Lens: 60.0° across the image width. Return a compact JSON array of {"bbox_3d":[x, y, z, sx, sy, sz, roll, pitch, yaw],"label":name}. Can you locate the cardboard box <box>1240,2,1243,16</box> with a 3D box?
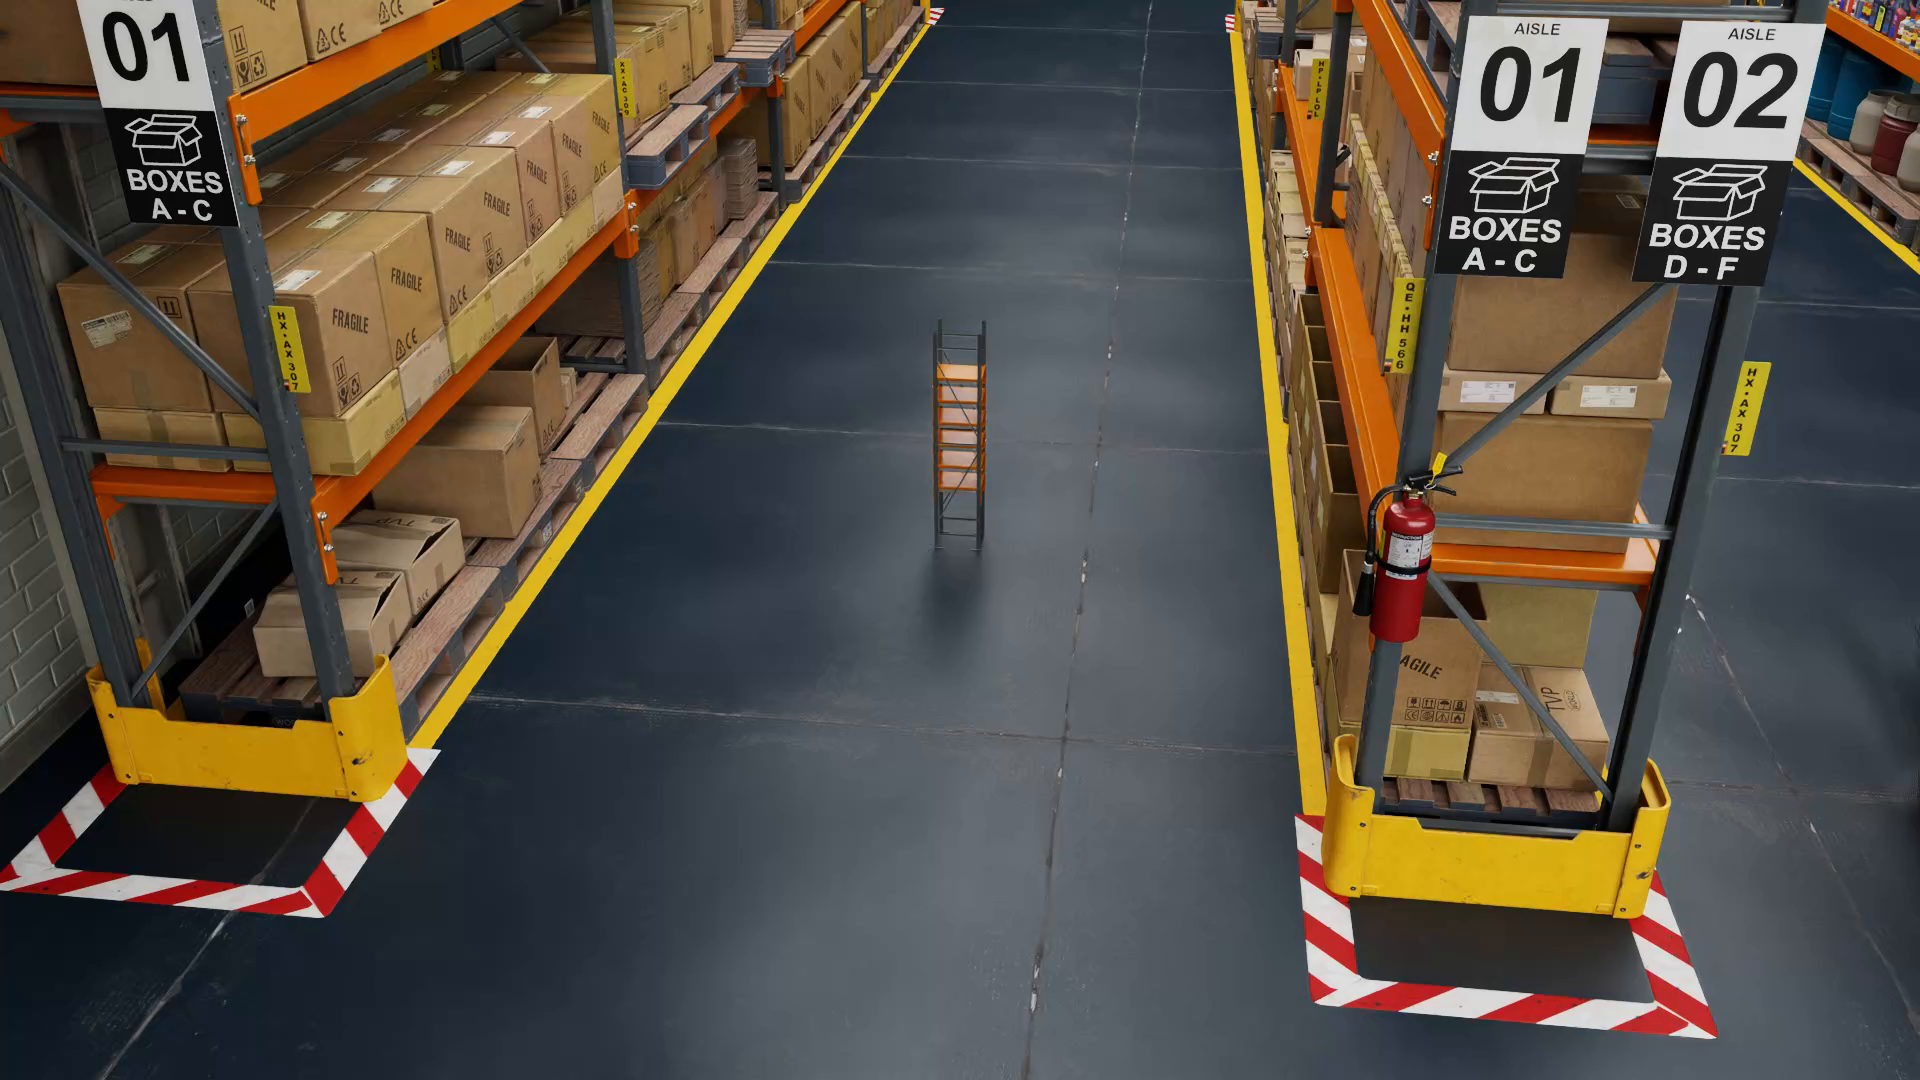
[{"bbox_3d":[3.552,-6.336,19.889,0.380,0.149,0.250,3,28,6],"label":"cardboard box"}]

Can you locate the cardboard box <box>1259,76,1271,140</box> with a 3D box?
[{"bbox_3d":[2.968,-3.846,14.899,0.500,0.500,0.500,2,28,4],"label":"cardboard box"}]

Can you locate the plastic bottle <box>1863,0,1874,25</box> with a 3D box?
[{"bbox_3d":[7.740,-4.505,14.086,0.097,0.271,0.097,0,28,0],"label":"plastic bottle"}]

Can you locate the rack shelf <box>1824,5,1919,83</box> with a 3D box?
[{"bbox_3d":[8.125,-4.143,14.037,1.077,0.370,4.000,3,28,6],"label":"rack shelf"}]

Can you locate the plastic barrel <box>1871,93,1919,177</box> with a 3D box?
[{"bbox_3d":[8.061,-3.405,14.007,0.600,0.588,0.708,3,28,6],"label":"plastic barrel"}]

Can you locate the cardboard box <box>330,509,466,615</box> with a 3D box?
[{"bbox_3d":[-2.689,0.072,7.824,0.500,0.311,0.500,6,29,10],"label":"cardboard box"}]

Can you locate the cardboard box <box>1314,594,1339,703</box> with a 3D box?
[{"bbox_3d":[1.806,0.477,7.158,0.500,0.250,0.500,3,28,6],"label":"cardboard box"}]

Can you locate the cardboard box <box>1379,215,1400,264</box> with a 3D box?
[{"bbox_3d":[2.030,-1.293,7.199,0.380,0.149,0.250,3,28,5],"label":"cardboard box"}]

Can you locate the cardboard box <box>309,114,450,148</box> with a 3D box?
[{"bbox_3d":[-2.841,-1.798,8.271,0.500,0.500,0.500,4,29,8],"label":"cardboard box"}]

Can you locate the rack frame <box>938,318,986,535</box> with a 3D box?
[{"bbox_3d":[0.009,-0.564,8.533,0.240,1.200,0.006,3,28,6],"label":"rack frame"}]

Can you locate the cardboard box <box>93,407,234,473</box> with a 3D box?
[{"bbox_3d":[-3.068,-0.503,6.658,0.500,0.250,0.500,4,29,7],"label":"cardboard box"}]

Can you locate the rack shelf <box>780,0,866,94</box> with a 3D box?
[{"bbox_3d":[-1.707,-4.719,15.106,1.077,0.370,4.000,3,28,6],"label":"rack shelf"}]

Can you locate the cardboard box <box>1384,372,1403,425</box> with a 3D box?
[{"bbox_3d":[2.180,-0.787,6.942,0.700,0.500,0.500,4,29,7],"label":"cardboard box"}]

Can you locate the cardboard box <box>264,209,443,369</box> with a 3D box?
[{"bbox_3d":[-2.505,-1.041,6.866,0.500,0.500,0.500,3,29,6],"label":"cardboard box"}]

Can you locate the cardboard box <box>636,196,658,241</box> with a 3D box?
[{"bbox_3d":[-2.318,-2.190,11.033,0.500,0.250,0.500,3,28,5],"label":"cardboard box"}]

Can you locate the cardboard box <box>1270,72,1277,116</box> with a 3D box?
[{"bbox_3d":[2.849,-3.712,13.859,0.500,0.250,0.500,4,29,8],"label":"cardboard box"}]

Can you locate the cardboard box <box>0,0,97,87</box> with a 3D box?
[{"bbox_3d":[-3.133,-1.913,5.850,0.500,0.500,0.500,5,29,10],"label":"cardboard box"}]

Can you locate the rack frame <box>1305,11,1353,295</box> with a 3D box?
[{"bbox_3d":[2.474,-1.925,9.161,1.000,3.000,0.127,3,28,6],"label":"rack frame"}]

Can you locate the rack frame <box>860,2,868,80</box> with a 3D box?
[{"bbox_3d":[-1.462,-5.977,16.682,1.000,3.000,0.127,3,28,6],"label":"rack frame"}]

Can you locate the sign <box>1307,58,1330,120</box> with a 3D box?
[{"bbox_3d":[1.935,-2.427,8.956,0.100,0.325,0.005,3,28,6],"label":"sign"}]

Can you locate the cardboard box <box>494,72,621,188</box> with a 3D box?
[{"bbox_3d":[-2.194,-2.244,9.099,0.500,0.500,0.500,3,28,6],"label":"cardboard box"}]

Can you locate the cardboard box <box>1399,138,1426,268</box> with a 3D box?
[{"bbox_3d":[2.181,-1.387,6.688,0.700,0.500,0.500,3,29,6],"label":"cardboard box"}]

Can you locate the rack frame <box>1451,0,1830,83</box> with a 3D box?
[{"bbox_3d":[1.984,-2.684,4.244,1.000,3.000,0.127,3,28,6],"label":"rack frame"}]

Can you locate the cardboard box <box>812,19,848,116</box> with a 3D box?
[{"bbox_3d":[-1.519,-4.484,15.734,0.750,0.750,0.750,4,29,8],"label":"cardboard box"}]

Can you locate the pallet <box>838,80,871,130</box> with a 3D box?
[{"bbox_3d":[-1.482,-4.382,16.661,1.003,0.211,1.213,3,28,6],"label":"pallet"}]

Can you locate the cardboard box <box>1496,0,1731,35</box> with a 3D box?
[{"bbox_3d":[2.059,-1.925,5.299,0.797,0.503,0.637,5,29,10],"label":"cardboard box"}]

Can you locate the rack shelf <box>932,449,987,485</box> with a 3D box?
[{"bbox_3d":[-0.002,-0.377,8.531,0.258,0.103,0.180,3,28,6],"label":"rack shelf"}]

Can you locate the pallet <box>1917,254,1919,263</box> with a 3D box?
[{"bbox_3d":[7.747,-1.929,12.107,1.003,0.211,1.213,3,28,6],"label":"pallet"}]

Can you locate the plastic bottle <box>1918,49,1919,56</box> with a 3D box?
[{"bbox_3d":[7.590,-3.931,13.019,0.097,0.271,0.097,0,28,0],"label":"plastic bottle"}]

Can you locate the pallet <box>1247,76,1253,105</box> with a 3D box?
[{"bbox_3d":[3.540,-4.787,17.413,1.003,0.211,1.213,3,28,6],"label":"pallet"}]

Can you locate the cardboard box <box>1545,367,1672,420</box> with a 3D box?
[{"bbox_3d":[2.246,-0.544,5.809,0.380,0.149,0.250,3,28,6],"label":"cardboard box"}]

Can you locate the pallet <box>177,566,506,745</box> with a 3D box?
[{"bbox_3d":[-2.789,0.483,7.631,1.003,0.211,1.213,3,28,6],"label":"pallet"}]

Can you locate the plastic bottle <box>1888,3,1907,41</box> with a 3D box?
[{"bbox_3d":[7.646,-4.221,13.545,0.061,0.283,0.133,3,28,6],"label":"plastic bottle"}]

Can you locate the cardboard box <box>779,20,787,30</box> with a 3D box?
[{"bbox_3d":[-1.643,-4.252,13.724,0.380,0.149,0.250,4,29,7],"label":"cardboard box"}]

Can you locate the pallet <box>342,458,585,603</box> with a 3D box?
[{"bbox_3d":[-2.637,-0.090,8.694,1.003,0.211,1.213,3,28,6],"label":"pallet"}]

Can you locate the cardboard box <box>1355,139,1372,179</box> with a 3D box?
[{"bbox_3d":[2.189,-1.900,8.325,0.380,0.149,0.250,3,28,5],"label":"cardboard box"}]

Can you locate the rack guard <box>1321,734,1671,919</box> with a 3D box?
[{"bbox_3d":[1.981,1.069,6.238,1.175,0.500,0.348,3,28,6],"label":"rack guard"}]

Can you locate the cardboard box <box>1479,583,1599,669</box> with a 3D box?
[{"bbox_3d":[2.330,0.178,6.923,0.500,0.500,0.500,3,28,6],"label":"cardboard box"}]

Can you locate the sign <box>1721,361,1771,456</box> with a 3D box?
[{"bbox_3d":[2.534,-0.424,5.377,0.100,0.325,0.005,3,28,6],"label":"sign"}]

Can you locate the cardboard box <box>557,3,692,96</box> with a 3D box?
[{"bbox_3d":[-2.221,-3.261,11.072,0.700,0.500,0.500,7,29,13],"label":"cardboard box"}]

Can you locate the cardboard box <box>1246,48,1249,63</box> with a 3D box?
[{"bbox_3d":[3.229,-5.095,17.586,0.380,0.149,0.250,3,28,6],"label":"cardboard box"}]

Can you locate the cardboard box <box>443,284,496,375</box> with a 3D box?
[{"bbox_3d":[-2.440,-0.967,7.520,0.500,0.250,0.500,3,28,5],"label":"cardboard box"}]

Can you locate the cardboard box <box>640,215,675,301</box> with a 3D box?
[{"bbox_3d":[-2.355,-1.898,11.283,0.700,0.500,0.500,3,28,5],"label":"cardboard box"}]

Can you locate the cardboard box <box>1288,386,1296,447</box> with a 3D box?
[{"bbox_3d":[2.117,-0.699,9.342,0.500,0.250,0.500,3,28,6],"label":"cardboard box"}]

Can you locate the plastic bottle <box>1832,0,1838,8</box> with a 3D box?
[{"bbox_3d":[7.837,-4.847,14.794,0.097,0.201,0.097,0,28,0],"label":"plastic bottle"}]

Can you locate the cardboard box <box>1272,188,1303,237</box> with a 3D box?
[{"bbox_3d":[2.488,-2.312,11.745,0.500,0.311,0.500,3,28,5],"label":"cardboard box"}]

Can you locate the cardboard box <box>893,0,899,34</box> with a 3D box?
[{"bbox_3d":[-1.081,-6.137,19.171,0.700,0.500,0.500,2,28,5],"label":"cardboard box"}]

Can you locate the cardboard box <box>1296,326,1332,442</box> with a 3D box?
[{"bbox_3d":[2.053,-0.794,8.727,0.500,0.500,0.500,3,28,6],"label":"cardboard box"}]

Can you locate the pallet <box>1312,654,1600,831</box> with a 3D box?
[{"bbox_3d":[2.036,0.823,7.001,1.003,0.211,1.213,3,28,6],"label":"pallet"}]

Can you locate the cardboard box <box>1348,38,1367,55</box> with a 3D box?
[{"bbox_3d":[2.775,-3.062,11.165,0.500,0.500,0.500,2,28,3],"label":"cardboard box"}]

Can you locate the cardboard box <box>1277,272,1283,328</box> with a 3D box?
[{"bbox_3d":[2.363,-1.591,10.996,0.500,0.250,0.500,4,29,7],"label":"cardboard box"}]

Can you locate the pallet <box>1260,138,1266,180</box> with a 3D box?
[{"bbox_3d":[3.245,-3.503,15.029,1.003,0.211,1.213,3,28,6],"label":"pallet"}]

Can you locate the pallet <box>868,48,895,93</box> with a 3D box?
[{"bbox_3d":[-1.292,-5.103,18.000,1.003,0.211,1.213,3,28,6],"label":"pallet"}]

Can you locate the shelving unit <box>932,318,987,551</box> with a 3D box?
[{"bbox_3d":[-0.002,-0.521,8.453,0.258,1.200,0.189,3,28,6],"label":"shelving unit"}]
